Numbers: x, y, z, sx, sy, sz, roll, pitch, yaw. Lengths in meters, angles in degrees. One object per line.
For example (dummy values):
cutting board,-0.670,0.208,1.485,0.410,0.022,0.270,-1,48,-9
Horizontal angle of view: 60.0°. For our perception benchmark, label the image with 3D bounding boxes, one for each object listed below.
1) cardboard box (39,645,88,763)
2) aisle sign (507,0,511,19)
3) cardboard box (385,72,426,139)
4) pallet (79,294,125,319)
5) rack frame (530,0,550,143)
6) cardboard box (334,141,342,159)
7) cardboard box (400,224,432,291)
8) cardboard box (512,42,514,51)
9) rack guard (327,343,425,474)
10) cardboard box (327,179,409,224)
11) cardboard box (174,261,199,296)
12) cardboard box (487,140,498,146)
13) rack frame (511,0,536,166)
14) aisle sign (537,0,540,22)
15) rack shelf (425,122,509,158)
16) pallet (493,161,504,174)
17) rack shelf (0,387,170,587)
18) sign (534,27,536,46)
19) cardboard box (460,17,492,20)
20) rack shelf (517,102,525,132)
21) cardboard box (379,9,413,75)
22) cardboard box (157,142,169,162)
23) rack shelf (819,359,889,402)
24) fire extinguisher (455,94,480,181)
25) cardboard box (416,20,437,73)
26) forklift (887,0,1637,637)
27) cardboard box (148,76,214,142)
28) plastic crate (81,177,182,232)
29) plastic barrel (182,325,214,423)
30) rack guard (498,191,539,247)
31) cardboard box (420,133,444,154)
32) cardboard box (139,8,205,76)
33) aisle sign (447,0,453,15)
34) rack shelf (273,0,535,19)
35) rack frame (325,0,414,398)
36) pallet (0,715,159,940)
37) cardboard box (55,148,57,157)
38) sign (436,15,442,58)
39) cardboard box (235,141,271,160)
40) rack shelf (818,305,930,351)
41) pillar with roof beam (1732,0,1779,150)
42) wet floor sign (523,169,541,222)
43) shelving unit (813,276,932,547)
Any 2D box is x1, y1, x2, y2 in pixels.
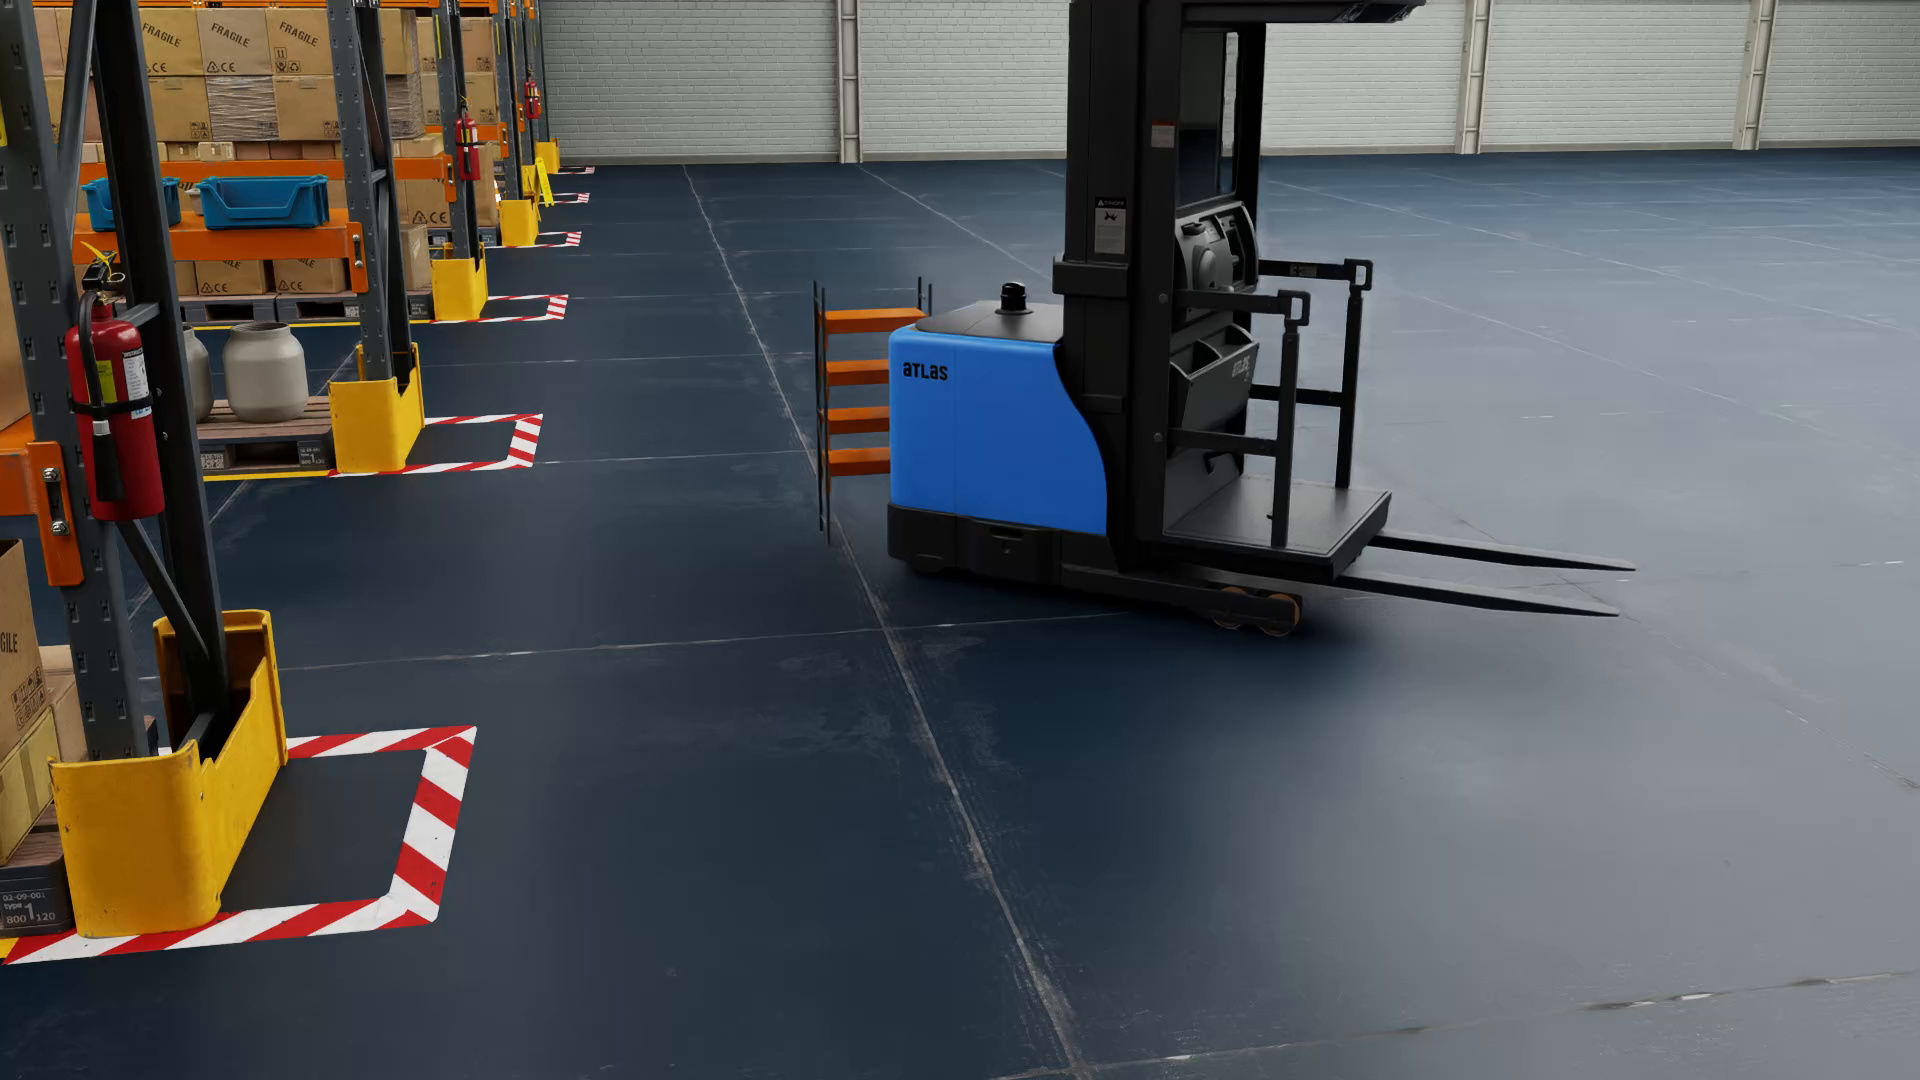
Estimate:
cardboard box,-2.875,0.524,4.963,0.500,0.250,0.500,-3,17,-10
aisle sign,-5.010,-6.179,18.394,0.004,0.787,0.394,-3,17,-10
cardboard box,-4.727,-3.578,13.676,0.500,0.500,0.875,-3,17,-10
pallet,-7.456,-1.903,13.647,1.213,0.211,1.003,-3,17,-10
rack frame,-7.007,-7.698,27.767,0.127,3.000,1.000,-3,17,-10
cardboard box,-4.903,-3.173,13.461,0.250,0.149,0.380,-3,17,-10
cardboard box,-4.798,-2.387,14.016,0.500,0.500,0.500,0,17,0
cardboard box,-7.318,-8.118,27.351,0.250,0.149,0.380,-3,17,-10
rack guard,-3.308,-0.770,9.468,0.348,0.500,1.175,-3,17,-10
cardboard box,-6.540,-3.925,18.385,0.875,0.875,0.875,-4,17,-11
cardboard box,-6.553,-2.296,13.720,0.500,0.500,0.500,-5,18,-15
cardboard box,-7.920,-6.682,27.573,0.500,0.250,0.500,-3,17,-11
rack frame,-6.061,-6.268,23.109,0.127,3.000,1.000,-3,17,-10
aisle sign,-6.887,-8.860,27.122,0.004,0.787,0.394,-3,17,-10
rack shelf,-6.987,-4.391,18.225,4.000,0.370,1.077,-3,17,-10
pallet,-7.750,-6.311,27.999,1.213,0.211,1.003,-3,17,-10
rack shelf,-4.270,-0.100,4.253,4.000,0.370,1.077,-3,17,-10
sign,-6.917,-8.208,27.051,0.005,0.325,0.100,-3,17,-10
cardboard box,-6.522,-6.844,22.607,0.500,0.500,0.700,-4,17,-12
rack shelf,-8.025,-5.812,22.852,4.000,0.370,1.077,-3,17,-10
cardboard box,-4.675,-3.977,13.271,0.500,0.500,0.500,-3,17,-10
cardboard box,-6.370,-3.081,13.161,0.250,0.149,0.380,-3,17,-10
rack shelf,-0.398,-0.744,7.658,0.480,0.148,0.258,-4,18,-13
fire extinguisher,-3.982,-3.247,13.408,0.183,0.674,0.296,-3,17,-10
cardboard box,-5.917,-5.368,18.084,0.550,0.550,0.875,-3,17,-10
forklift,1.232,-1.197,6.717,3.031,2.935,1.130,8,19,25
cardboard box,-6.187,-3.476,13.343,0.500,0.500,0.875,-3,17,-10
plastic crate,-4.315,-1.763,8.697,0.408,0.251,0.499,-3,17,-10
plastic barrel,-4.366,-0.908,9.181,0.421,0.512,0.421,0,17,0
rack guard,-5.000,-3.653,18.853,0.348,0.500,1.175,-3,17,-10
cardboard box,-4.507,-3.344,14.017,0.250,0.149,0.380,-3,17,-10
cardboard box,-6.148,-3.895,13.004,0.500,0.500,0.500,-3,17,-10
aisle sign,-4.064,-4.571,13.156,0.004,0.787,0.394,-3,17,-10
rack shelf,-8.970,-8.677,27.070,4.000,0.370,1.077,-3,17,-10
rack frame,-3.242,-1.983,9.159,0.127,3.000,1.000,-3,17,-10
pallet,-3.049,0.833,4.741,1.213,0.211,1.003,-3,17,-10
cardboard box,-7.109,-3.042,13.035,0.250,0.149,0.380,-3,17,-10
sign,-4.096,-3.954,13.067,0.005,0.325,0.100,-3,17,-10
cardboard box,-5.646,-3.141,13.357,0.250,0.149,0.380,-3,17,-10
rack shelf,-0.398,-0.970,7.588,0.480,0.148,0.258,-4,18,-13
pillar with roof beam,16.520,-10.883,27.918,0.400,9.000,9.100,-3,17,-10
wet floor sign,-5.370,-4.293,20.691,0.232,0.644,0.267,-6,18,-20
shelving unit,-0.398,-0.594,7.704,0.503,1.200,0.258,-4,18,-13
